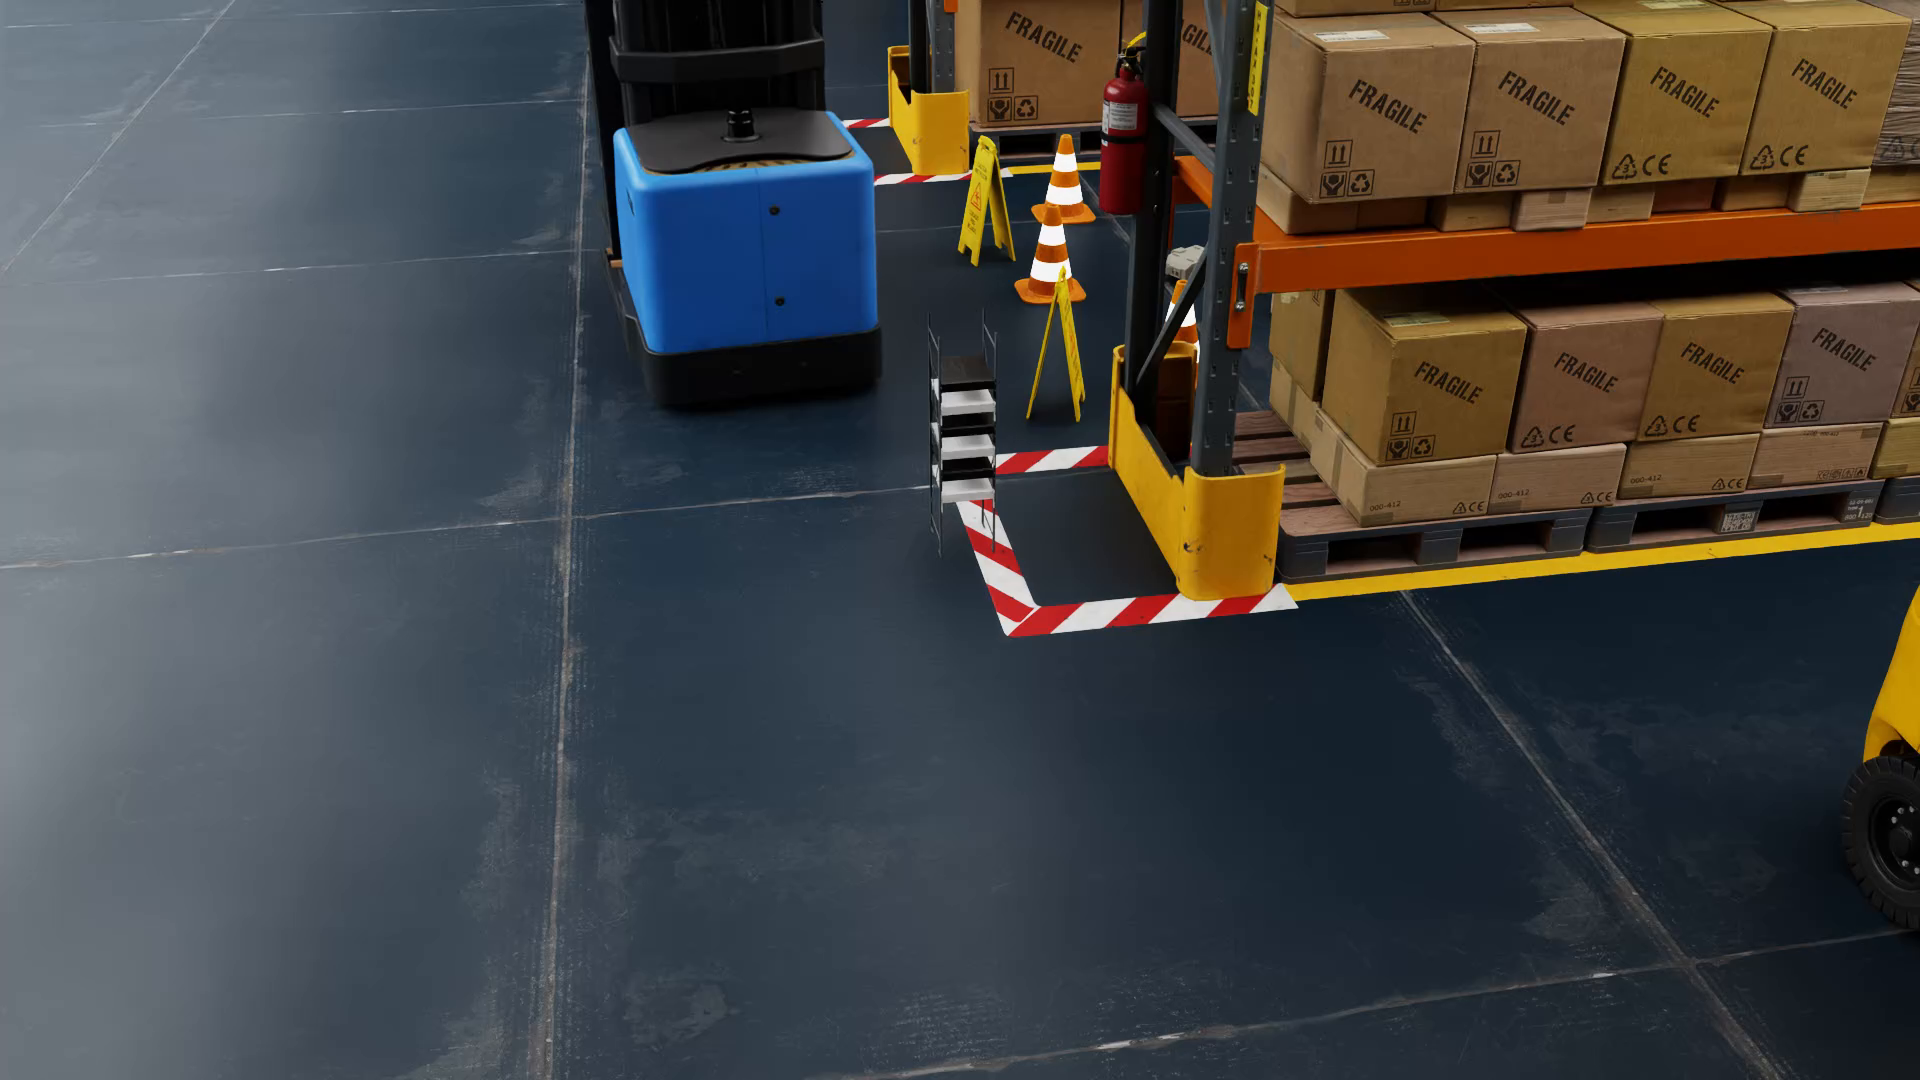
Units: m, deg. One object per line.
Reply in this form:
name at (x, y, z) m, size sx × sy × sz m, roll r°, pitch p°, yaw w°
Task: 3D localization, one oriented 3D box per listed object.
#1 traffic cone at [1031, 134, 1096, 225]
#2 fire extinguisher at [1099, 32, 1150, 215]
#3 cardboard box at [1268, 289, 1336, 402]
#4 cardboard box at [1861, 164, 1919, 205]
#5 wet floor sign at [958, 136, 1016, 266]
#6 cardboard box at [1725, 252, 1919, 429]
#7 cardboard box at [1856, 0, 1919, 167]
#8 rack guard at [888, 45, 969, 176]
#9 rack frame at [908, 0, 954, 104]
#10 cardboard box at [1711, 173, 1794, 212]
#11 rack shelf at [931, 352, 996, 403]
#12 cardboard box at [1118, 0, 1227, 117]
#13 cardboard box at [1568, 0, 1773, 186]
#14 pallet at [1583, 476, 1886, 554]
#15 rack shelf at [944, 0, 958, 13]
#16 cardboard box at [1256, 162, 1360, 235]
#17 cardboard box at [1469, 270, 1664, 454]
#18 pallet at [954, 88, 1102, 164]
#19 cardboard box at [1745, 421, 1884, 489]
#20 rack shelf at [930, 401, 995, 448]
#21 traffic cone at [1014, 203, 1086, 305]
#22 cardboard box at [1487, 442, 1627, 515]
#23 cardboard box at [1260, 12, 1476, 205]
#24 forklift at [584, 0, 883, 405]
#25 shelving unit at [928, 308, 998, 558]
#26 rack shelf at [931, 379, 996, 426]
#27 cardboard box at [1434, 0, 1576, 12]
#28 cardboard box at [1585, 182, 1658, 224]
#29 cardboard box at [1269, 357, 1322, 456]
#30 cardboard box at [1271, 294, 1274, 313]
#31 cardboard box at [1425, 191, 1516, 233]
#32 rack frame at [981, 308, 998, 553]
traffic cone at (0.594, -2.072, 9.459) m, size 0.334 × 0.463 × 0.336 m, roll -5°, pitch 31°, yaw -9°
fire extinguisher at (0.612, -1.552, 6.149) m, size 0.183 × 0.674 × 0.296 m, roll -5°, pitch 31°, yaw -9°
cardboard box at (1.548, -0.888, 6.502) m, size 0.500 × 0.500 × 0.500 m, roll -5°, pitch 31°, yaw -9°
cardboard box at (3.225, -1.339, 5.957) m, size 0.250 × 0.149 × 0.380 m, roll -6°, pitch 31°, yaw -10°
wet floor sign at (0.144, -1.820, 8.851) m, size 0.232 × 0.644 × 0.267 m, roll -11°, pitch 32°, yaw -17°
cardboard box at (3.206, -0.768, 6.297) m, size 0.500 × 0.500 × 0.500 m, roll -4°, pitch 31°, yaw -6°
cardboard box at (3.335, -1.638, 5.826) m, size 0.500 × 0.500 × 0.500 m, roll -4°, pitch 31°, yaw -8°
rack guard at (-0.207, -2.745, 10.567) m, size 0.348 × 0.500 × 1.175 m, roll -5°, pitch 31°, yaw -9°
rack frame at (-0.184, -3.825, 9.938) m, size 0.127 × 3.000 × 1.000 m, roll -5°, pitch 31°, yaw -9°
cardboard box at (2.720, -1.304, 5.897) m, size 0.250 × 0.149 × 0.380 m, roll -6°, pitch 31°, yaw -10°
rack shelf at (0.008, -0.593, 6.045) m, size 0.200 × 0.077 × 0.258 m, roll -5°, pitch 31°, yaw -9°
cardboard box at (1.336, -3.266, 10.669) m, size 0.875 × 0.875 × 0.875 m, roll -6°, pitch 31°, yaw -10°
cardboard box at (2.333, -1.539, 5.657) m, size 0.500 × 0.500 × 0.500 m, roll -6°, pitch 31°, yaw -10°
pallet at (2.885, -0.337, 6.757) m, size 1.213 × 0.211 × 1.003 m, roll -5°, pitch 31°, yaw -9°
rack shelf at (1.783, -3.698, 10.430) m, size 4.000 × 0.370 × 1.077 m, roll -5°, pitch 31°, yaw -9°
cardboard box at (1.179, -1.186, 5.697) m, size 0.250 × 0.149 × 0.380 m, roll -5°, pitch 31°, yaw -9°
cardboard box at (2.187, -0.673, 6.136) m, size 0.500 × 0.500 × 0.500 m, roll -6°, pitch 31°, yaw -11°
pallet at (0.589, -2.735, 10.835) m, size 1.213 × 0.211 × 1.003 m, roll -5°, pitch 31°, yaw -9°
cardboard box at (3.186, -0.442, 6.482) m, size 0.500 × 0.250 × 0.500 m, roll -5°, pitch 31°, yaw -8°
rack shelf at (0.008, -0.438, 6.136) m, size 0.200 × 0.077 × 0.258 m, roll -5°, pitch 31°, yaw -9°
traffic cone at (0.463, -1.478, 8.448) m, size 0.334 × 0.463 × 0.336 m, roll -5°, pitch 31°, yaw -9°
cardboard box at (2.154, -0.341, 6.310) m, size 0.500 × 0.250 × 0.500 m, roll -4°, pitch 31°, yaw -7°
cardboard box at (1.323, -1.443, 5.494) m, size 0.500 × 0.500 × 0.500 m, roll -6°, pitch 31°, yaw -10°
forklift at (-1.253, -2.587, 7.900) m, size 1.130 × 2.935 × 3.031 m, roll -8°, pitch 31°, yaw -14°
shelving unit at (0.008, -0.389, 6.165) m, size 0.210 × 0.900 × 0.258 m, roll -5°, pitch 31°, yaw -9°
rack shelf at (0.008, -0.515, 6.090) m, size 0.200 × 0.077 × 0.258 m, roll -5°, pitch 31°, yaw -9°
cardboard box at (1.770, -2.167, 5.738) m, size 0.500 × 0.500 × 0.700 m, roll -5°, pitch 31°, yaw -8°
cardboard box at (2.206, -1.240, 5.790) m, size 0.250 × 0.149 × 0.380 m, roll -5°, pitch 31°, yaw -8°
cardboard box at (1.577, -0.572, 6.704) m, size 0.500 × 0.250 × 0.500 m, roll -5°, pitch 31°, yaw -9°
cardboard box at (1.732, -1.264, 8.395) m, size 0.250 × 0.149 × 0.380 m, roll 10°, pitch 32°, yaw 17°
cardboard box at (1.700, -1.200, 5.721) m, size 0.250 × 0.149 × 0.380 m, roll -6°, pitch 31°, yaw -11°
rack frame at (0.108, -0.398, 6.181) m, size 0.006 × 0.900 × 0.240 m, roll -5°, pitch 31°, yaw -9°
